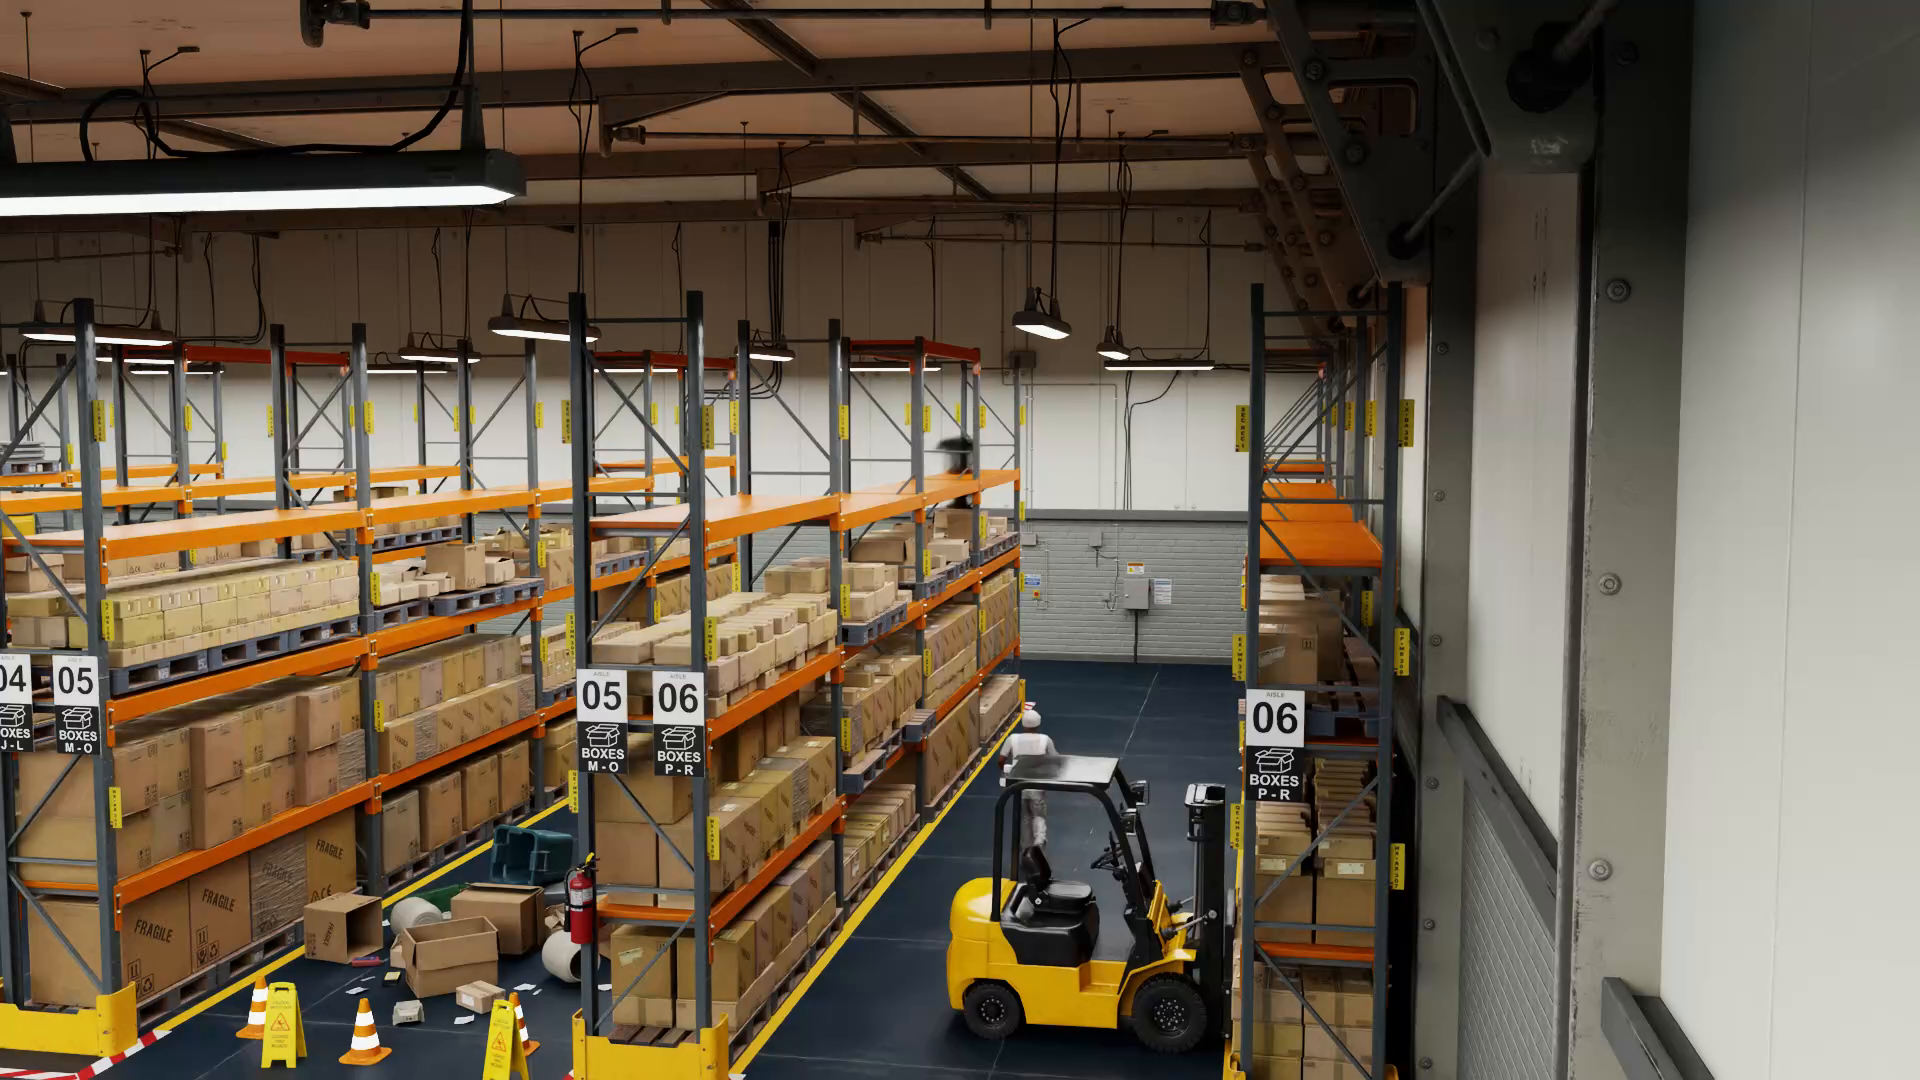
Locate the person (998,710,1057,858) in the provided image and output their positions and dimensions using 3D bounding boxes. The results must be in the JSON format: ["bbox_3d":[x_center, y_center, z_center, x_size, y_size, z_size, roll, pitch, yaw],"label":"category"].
[{"bbox_3d":[0.770,2.796,18.713,0.682,1.763,0.733,1,5,8],"label":"person"}]
